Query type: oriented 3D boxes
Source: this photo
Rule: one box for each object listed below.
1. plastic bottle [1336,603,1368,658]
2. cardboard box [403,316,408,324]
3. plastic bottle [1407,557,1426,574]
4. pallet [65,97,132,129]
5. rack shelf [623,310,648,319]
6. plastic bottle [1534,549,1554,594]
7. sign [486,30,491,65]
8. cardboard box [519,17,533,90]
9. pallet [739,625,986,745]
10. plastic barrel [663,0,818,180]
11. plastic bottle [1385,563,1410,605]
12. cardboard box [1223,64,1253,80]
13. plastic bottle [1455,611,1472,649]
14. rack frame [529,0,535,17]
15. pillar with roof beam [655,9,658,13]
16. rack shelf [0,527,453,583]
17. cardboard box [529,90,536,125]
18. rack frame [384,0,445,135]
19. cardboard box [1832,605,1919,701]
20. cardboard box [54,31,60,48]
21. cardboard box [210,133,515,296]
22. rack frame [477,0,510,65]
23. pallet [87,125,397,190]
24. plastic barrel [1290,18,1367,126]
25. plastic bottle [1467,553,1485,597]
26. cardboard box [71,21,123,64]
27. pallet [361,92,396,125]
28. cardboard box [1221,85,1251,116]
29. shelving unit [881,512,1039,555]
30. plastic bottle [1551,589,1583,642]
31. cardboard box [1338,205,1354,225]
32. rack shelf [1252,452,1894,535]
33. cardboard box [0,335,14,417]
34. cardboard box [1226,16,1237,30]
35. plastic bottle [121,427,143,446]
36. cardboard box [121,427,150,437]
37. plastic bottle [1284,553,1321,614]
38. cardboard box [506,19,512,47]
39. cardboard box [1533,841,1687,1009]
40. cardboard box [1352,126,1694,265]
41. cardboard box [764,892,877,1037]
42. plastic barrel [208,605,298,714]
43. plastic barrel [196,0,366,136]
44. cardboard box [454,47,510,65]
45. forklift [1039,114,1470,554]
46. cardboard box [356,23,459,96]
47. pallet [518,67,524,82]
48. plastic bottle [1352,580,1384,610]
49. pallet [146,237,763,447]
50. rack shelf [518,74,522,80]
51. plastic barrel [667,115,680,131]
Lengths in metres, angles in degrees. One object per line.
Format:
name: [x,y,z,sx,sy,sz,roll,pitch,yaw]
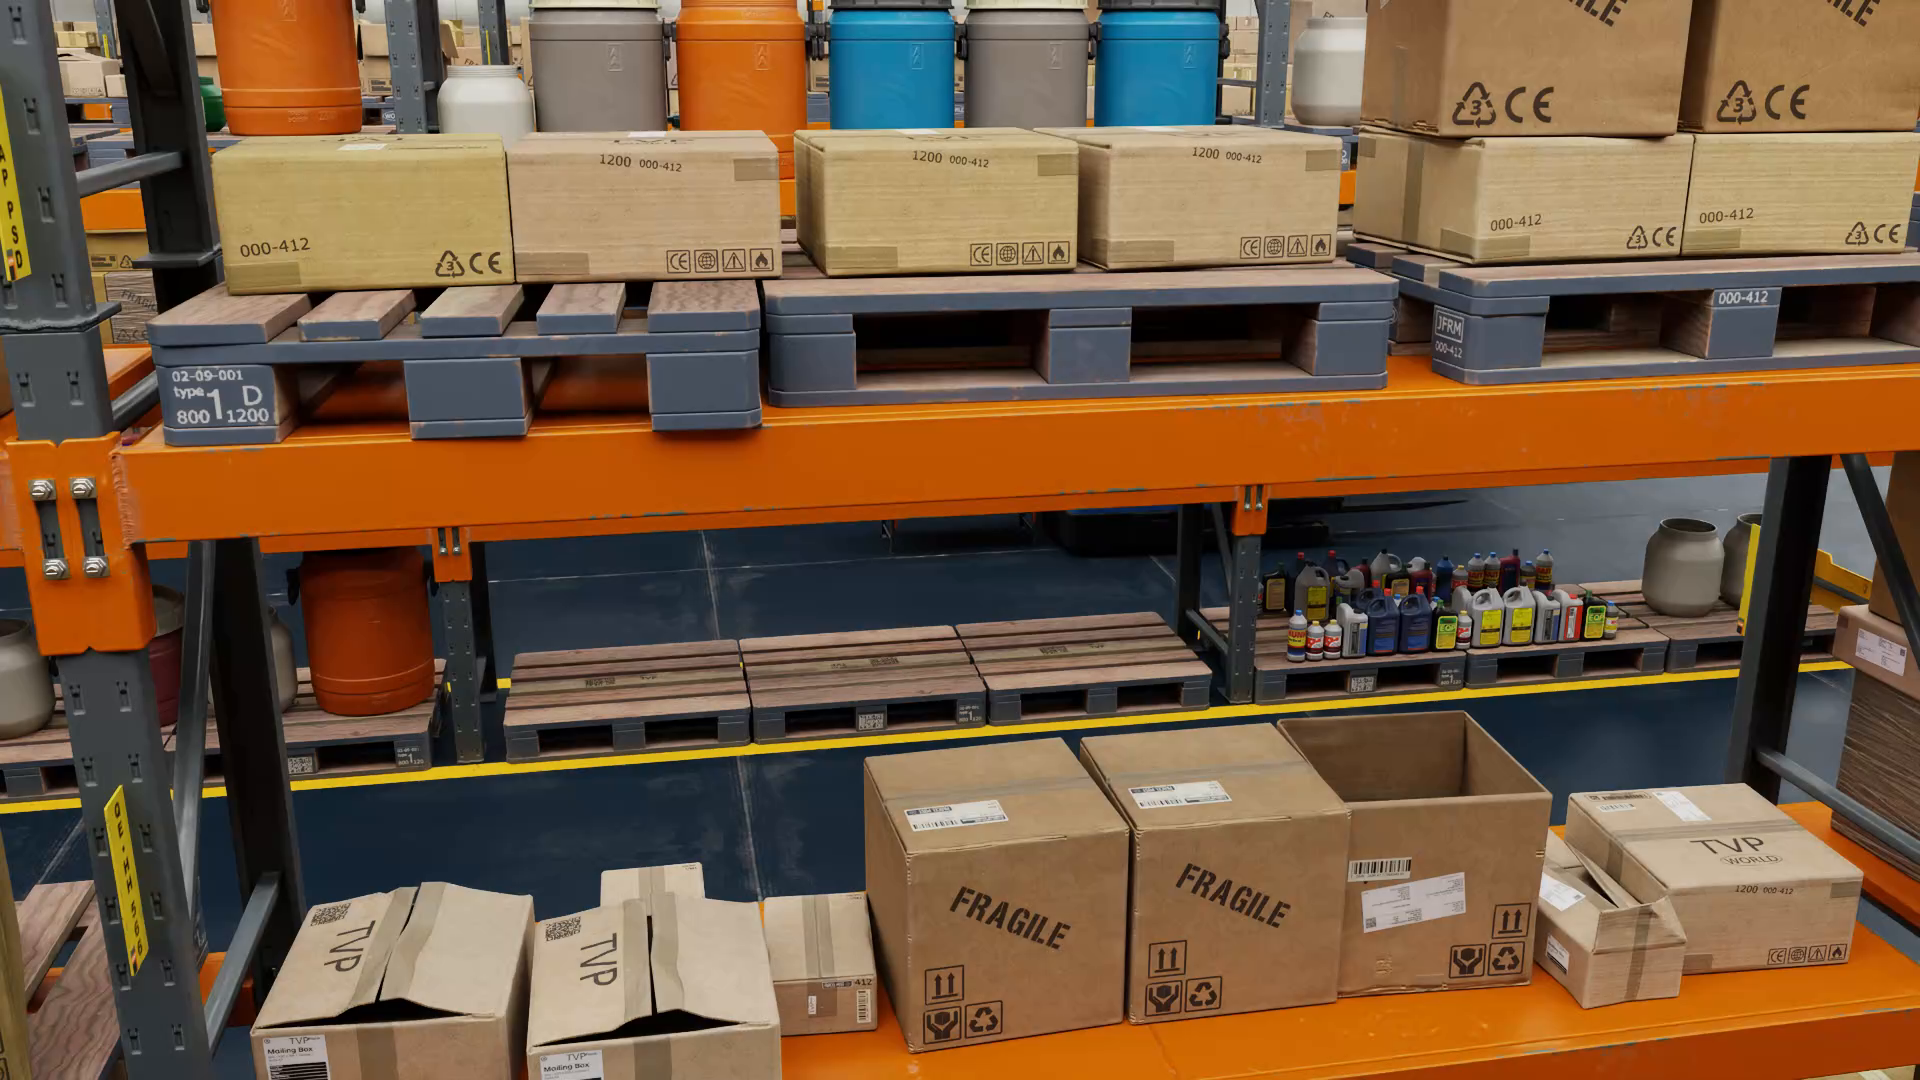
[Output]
plastic bottle: [2.126,0.481,9.026,0.135,0.276,0.152,-3,17,-8]
cardboard box: [-4.377,-1.821,12.462,0.500,0.500,0.500,-3,17,-11]
plastic bottle: [2.661,0.243,9.802,0.135,0.276,0.152,-3,17,-9]
pallet: [-6.486,-3.083,11.958,1.217,0.209,0.805,-4,18,-13]
rack shelf: [-1.486,-1.666,13.352,4.000,0.370,1.077,-3,17,-10]
plastic bottle: [3.506,0.189,9.985,0.097,0.271,0.097,0,17,0]
sign: [-3.352,-3.457,11.833,0.005,0.325,0.100,-3,17,-10]
cardboard box: [-2.939,-3.571,12.199,0.500,0.500,0.500,-3,17,-10]
pallet: [-0.546,0.764,8.966,1.213,0.211,1.003,-3,17,-10]
plastic barrel: [-1.020,-2.129,7.795,0.708,0.830,0.600,-3,17,-10]
plastic bottle: [2.546,0.275,9.684,0.133,0.283,0.061,-3,17,-10]
cardboard box: [2.129,-3.687,13.173,0.250,0.149,0.380,-4,17,-12]
plastic bottle: [2.757,0.489,9.127,0.097,0.201,0.097,0,17,0]
rack frame: [-4.291,-6.202,16.676,0.127,3.000,1.000,-3,17,-10]
pillar with roof beam: [-4.349,-8.145,23.004,0.400,9.000,9.100,-3,17,-10]
rack shelf: [-4.473,-0.015,7.978,4.000,0.370,1.077,-3,17,-10]
cardboard box: [-2.940,-3.213,12.312,0.500,0.250,0.500,-3,17,-9]
rack frame: [-2.510,-3.338,7.354,0.127,3.000,1.000,-3,17,-10]
cardboard box: [2.580,0.300,4.451,0.250,0.149,0.380,-3,17,-10]
cardboard box: [-8.732,-4.789,15.911,0.250,0.149,0.380,-3,17,-9]
cardboard box: [-1.139,-0.647,3.240,0.500,0.250,0.500,-5,18,-15]
rack frame: [-3.449,-4.766,12.003,0.127,3.000,1.000,-3,17,-10]
pallet: [-3.279,-1.800,7.775,1.213,0.211,1.003,-3,17,-10]
plastic barrel: [1.878,-2.349,8.335,0.421,0.512,0.421,0,17,0]
plastic bottle: [3.071,0.214,9.905,0.097,0.271,0.097,0,17,0]
cardboard box: [-10.575,-6.180,20.653,0.637,0.503,0.797,-2,17,-6]
pallet: [-4.071,-3.191,12.304,1.003,0.211,1.213,-2,17,-8]
cardboard box: [1.977,-3.490,13.213,0.500,0.250,0.500,-4,18,-13]
shelving unit: [-0.007,-0.537,11.645,1.048,1.125,0.538,-3,17,-10]
plastic bottle: [3.372,0.410,9.256,0.135,0.276,0.152,-3,17,-10]
cardboard box: [2.931,-2.853,13.613,0.500,0.500,0.500,-3,17,-10]
rack shelf: [3.381,-0.461,9.429,4.000,0.370,1.077,-3,17,-10]
cardboard box: [-1.996,-0.490,3.019,0.500,0.500,0.910,-3,17,-10]
cardboard box: [2.800,-5.579,17.941,0.250,0.149,0.380,-3,17,-10]
plastic bottle: [-4.139,-0.433,8.310,0.133,0.283,0.061,-3,17,-10]
cardboard box: [-5.875,-0.952,12.706,0.875,0.875,1.225,-4,17,-12]
plastic bottle: [1.995,0.244,9.672,0.185,0.351,0.144,-4,17,-12]
cardboard box: [-4.639,-5.084,16.672,0.258,0.266,0.396,-3,17,-10]
cardboard box: [1.525,0.901,3.998,0.258,0.266,0.396,-4,17,-12]
cardboard box: [1.208,-0.765,3.626,0.500,0.250,0.500,-5,18,-16]
cardboard box: [-0.332,0.990,3.906,0.250,0.149,0.380,-2,17,-6]
plastic barrel: [-3.524,0.607,8.247,0.421,0.512,0.421,0,17,0]
plastic barrel: [-3.068,-2.280,7.570,0.708,0.830,0.600,-3,17,-10]
cardboard box: [-4.804,-4.710,16.760,0.500,0.500,0.500,-3,17,-10]
forklift: [2.131,-1.496,11.691,3.031,2.935,1.130,-3,17,-10]
cardboard box: [-4.035,-3.528,12.188,0.637,0.503,0.797,-2,17,-7]
pallet: [-5.951,-6.048,21.606,1.003,0.211,1.213,-2,17,-8]
plastic bottle: [2.262,0.396,9.177,0.185,0.351,0.144,-3,17,-10]
pallet: [-0.924,-0.450,3.379,1.003,0.211,1.213,-2,17,-8]
rack shelf: [-8.238,-7.164,26.145,4.000,0.370,1.077,-3,17,-10]
plastic barrel: [-1.305,-1.976,8.264,0.301,0.262,0.301,0,17,0]
